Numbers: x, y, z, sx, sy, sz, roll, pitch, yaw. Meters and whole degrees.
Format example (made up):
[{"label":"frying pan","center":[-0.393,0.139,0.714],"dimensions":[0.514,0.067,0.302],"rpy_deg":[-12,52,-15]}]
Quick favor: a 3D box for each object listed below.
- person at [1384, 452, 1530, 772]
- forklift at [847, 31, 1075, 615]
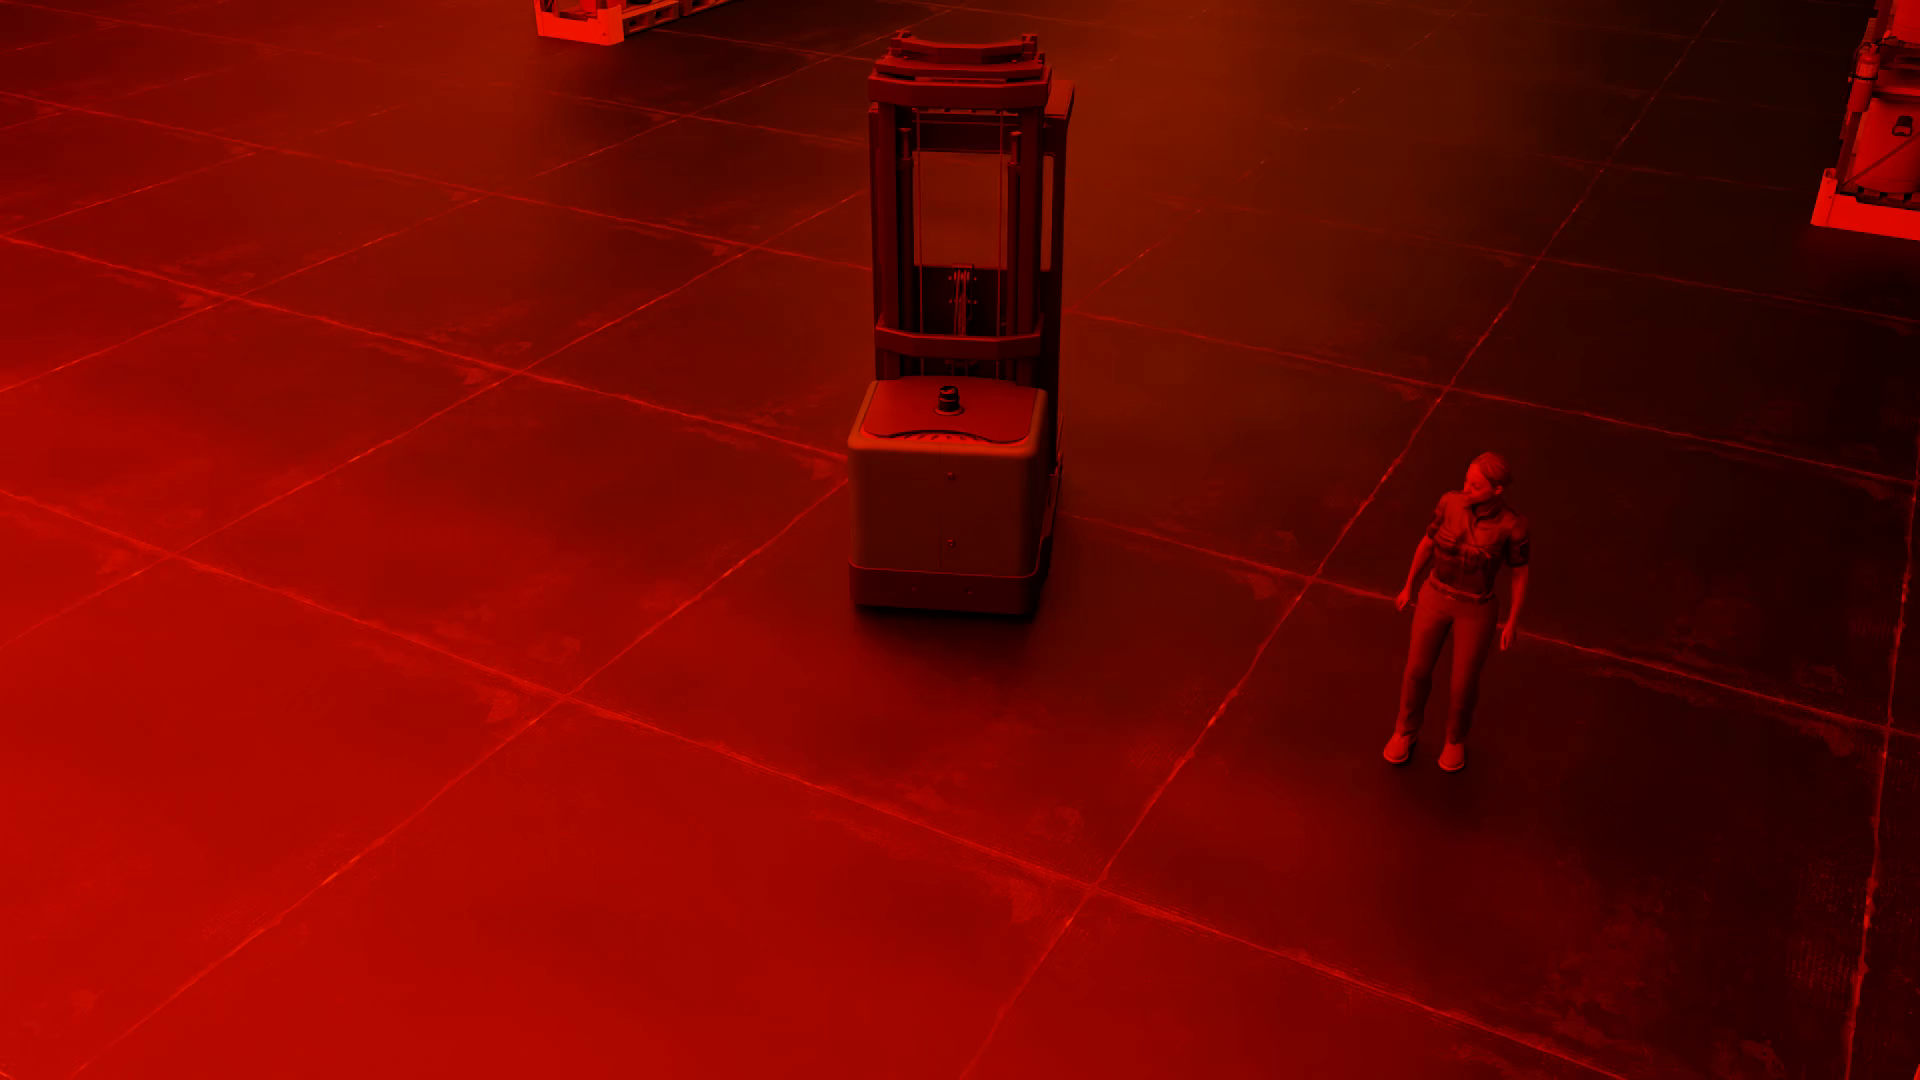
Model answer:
[{"label":"person","center":[2.307,0.335,7.768],"dimensions":[0.569,1.659,0.374],"rpy_deg":[17,34,27]},{"label":"forklift","center":[0.072,-1.572,9.794],"dimensions":[1.130,2.935,3.031],"rpy_deg":[3,30,6]}]
